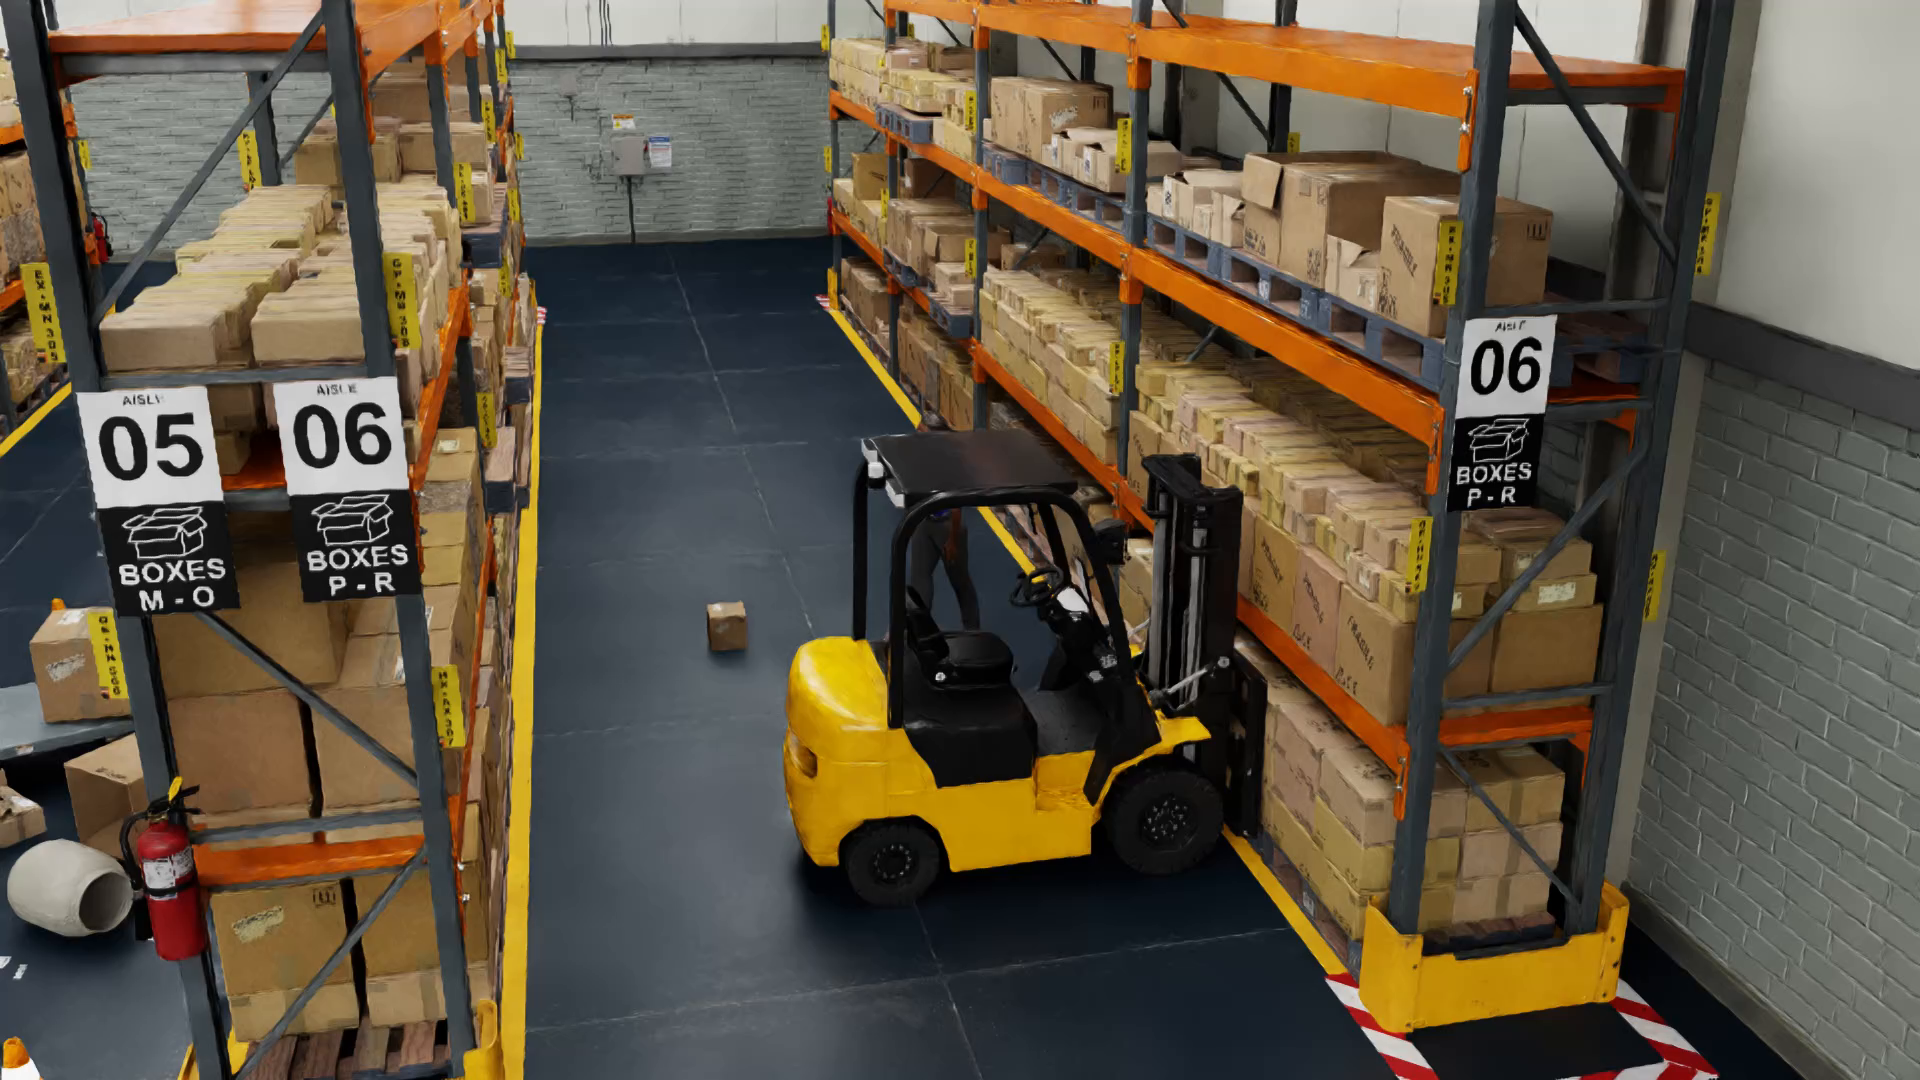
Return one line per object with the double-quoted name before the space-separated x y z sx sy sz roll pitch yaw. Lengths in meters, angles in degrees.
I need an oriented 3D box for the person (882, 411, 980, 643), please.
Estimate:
"person" -0.182 -0.072 11.247 0.611 1.643 0.600 -14 24 -34
